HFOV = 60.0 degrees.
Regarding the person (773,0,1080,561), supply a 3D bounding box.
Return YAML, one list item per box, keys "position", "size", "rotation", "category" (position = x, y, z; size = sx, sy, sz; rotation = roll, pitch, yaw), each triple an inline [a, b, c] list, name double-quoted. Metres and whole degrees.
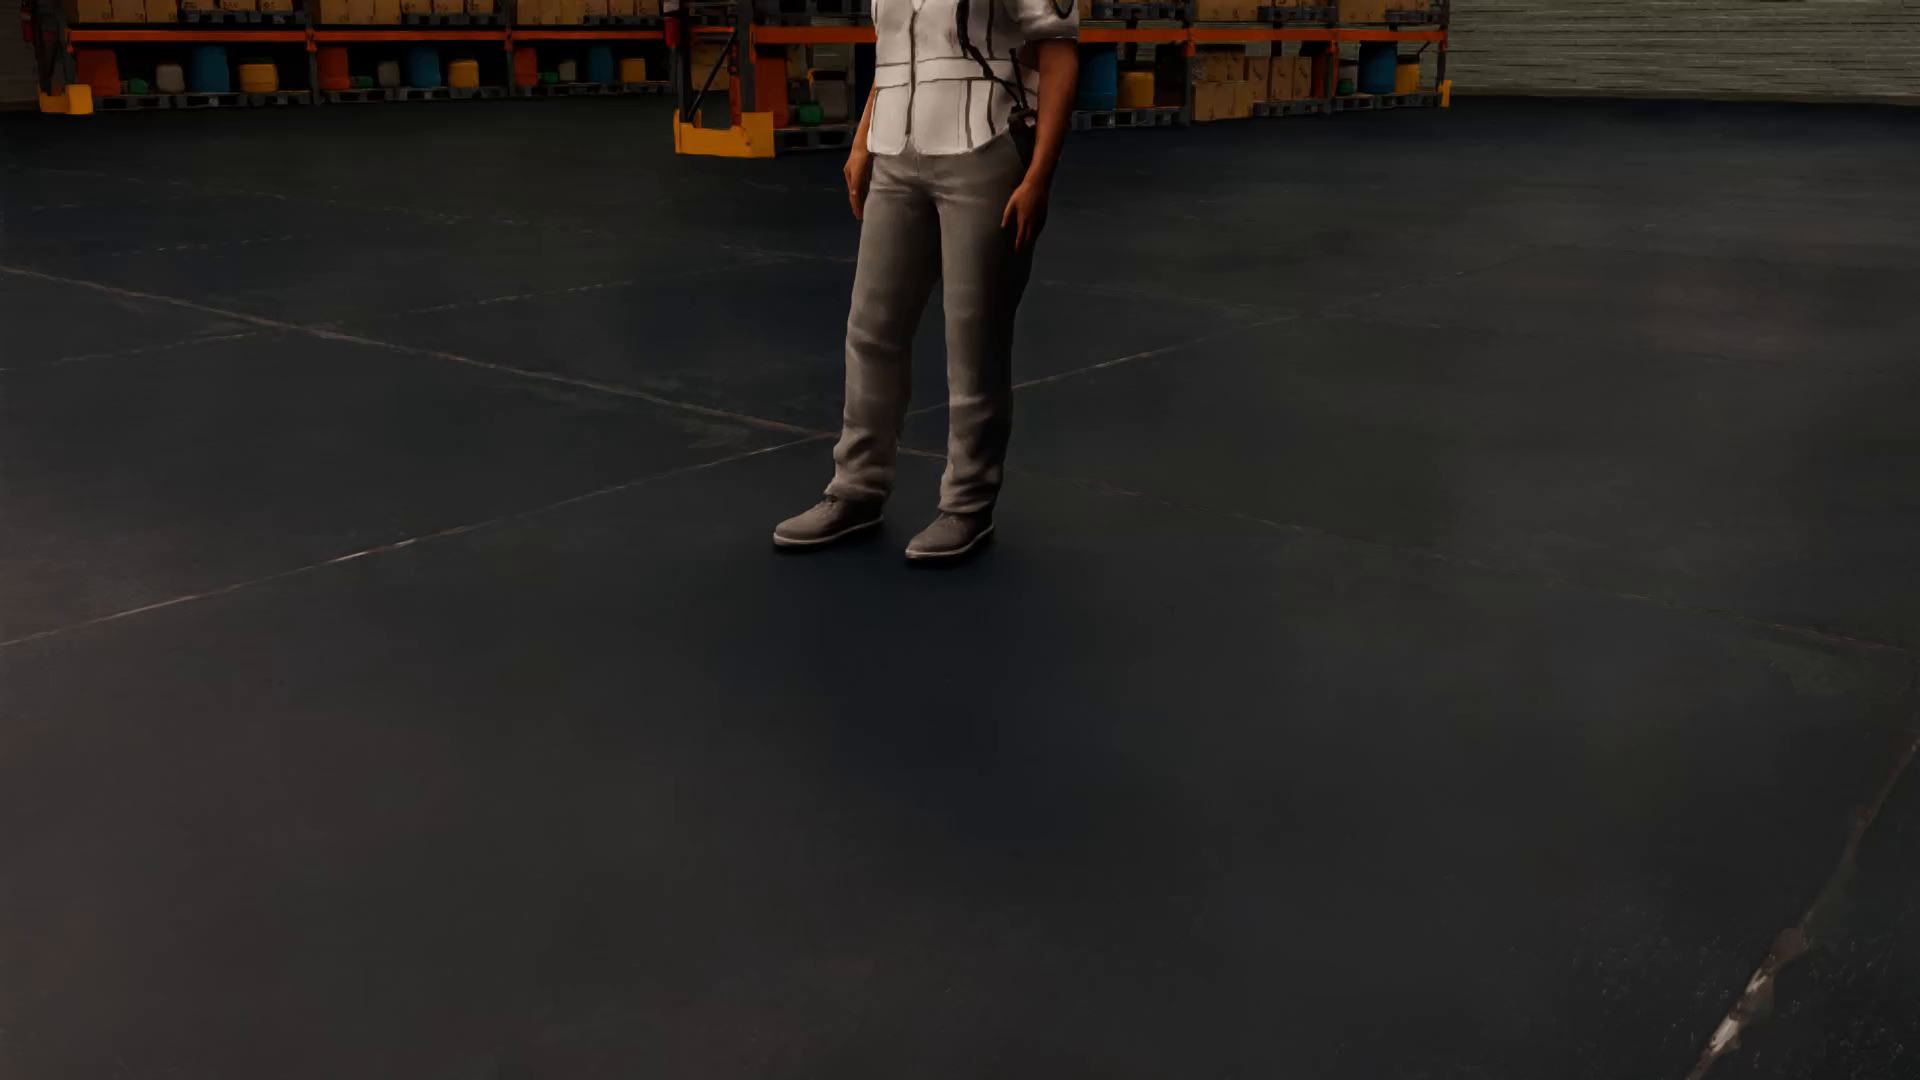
- position: [-0.066, -0.791, 3.655]
  size: [0.598, 1.669, 0.529]
  rotation: [13, 21, 37]
  category: "person"
